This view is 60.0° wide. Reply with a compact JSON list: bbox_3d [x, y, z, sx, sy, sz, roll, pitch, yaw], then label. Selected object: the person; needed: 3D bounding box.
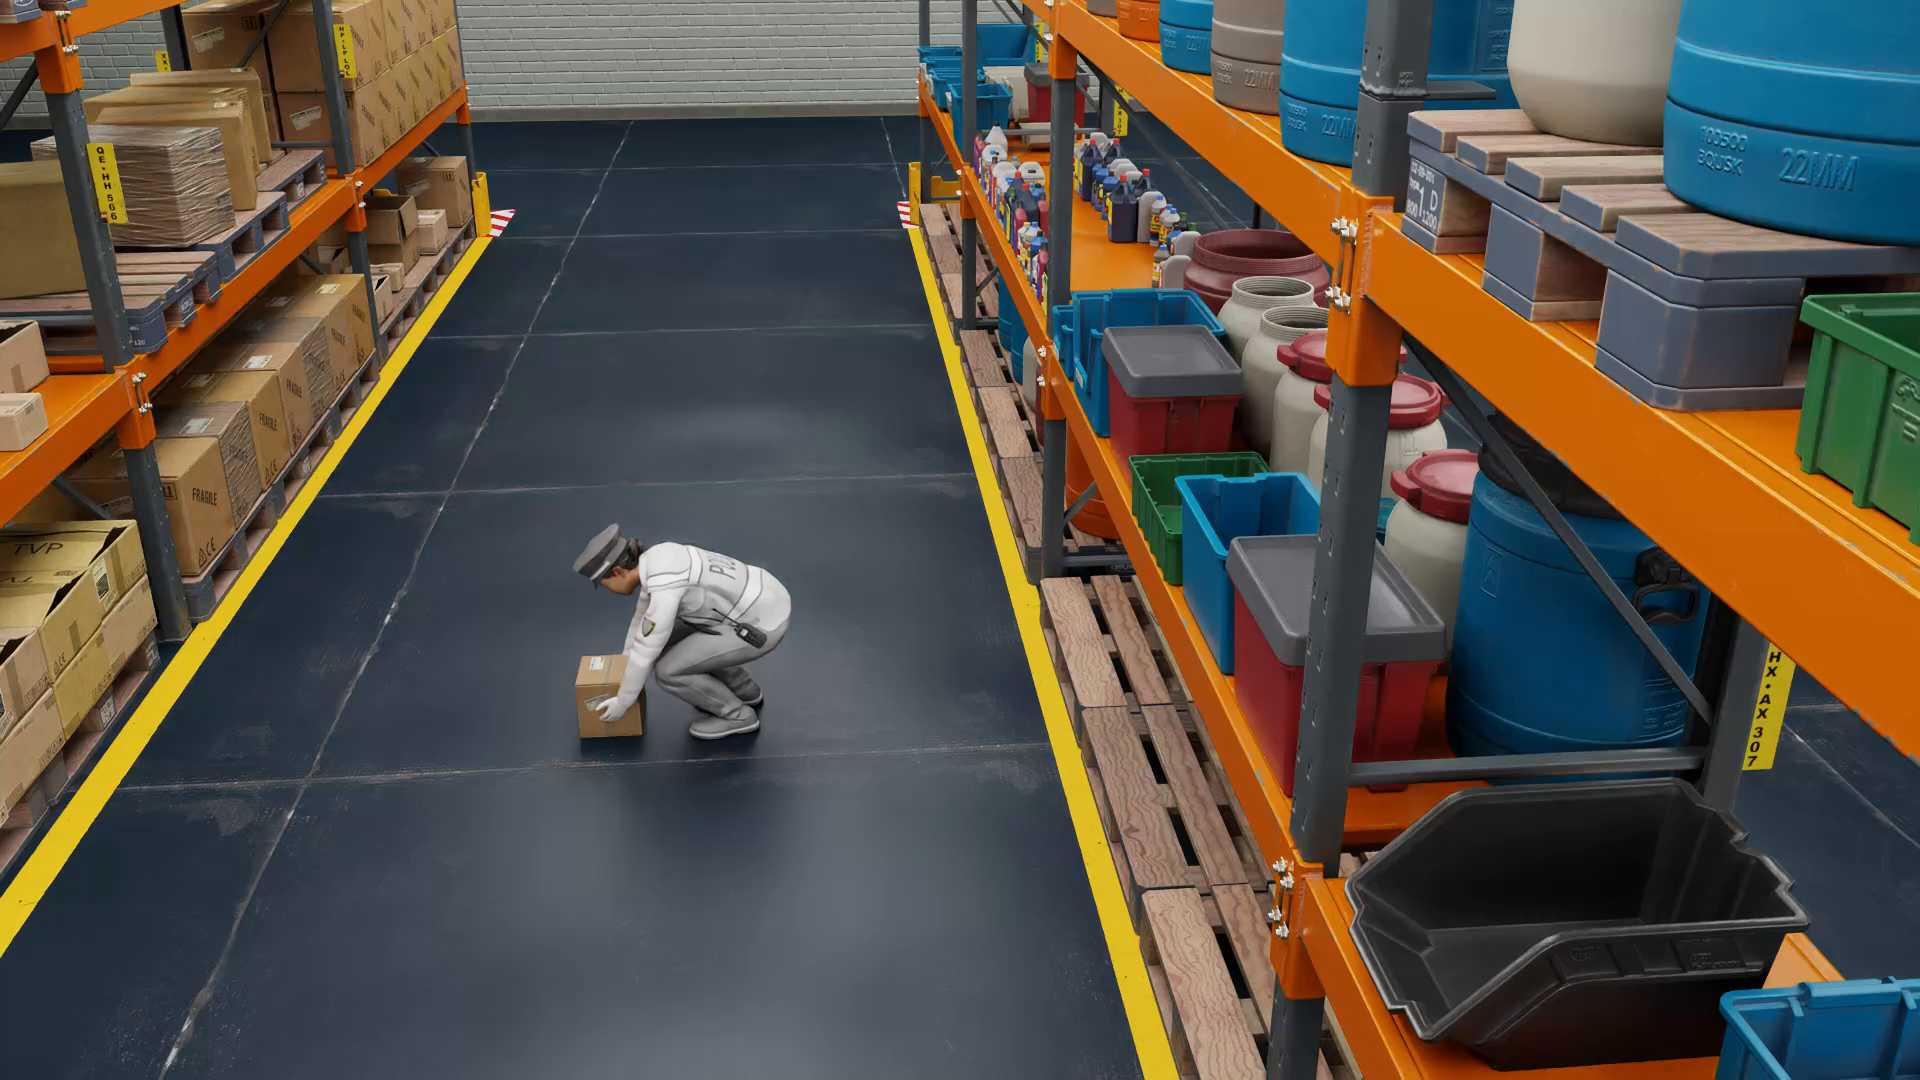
[{"bbox_3d":[-1.114,0.344,6.760,0.854,0.914,0.486,-2,24,-5],"label":"person"}]
